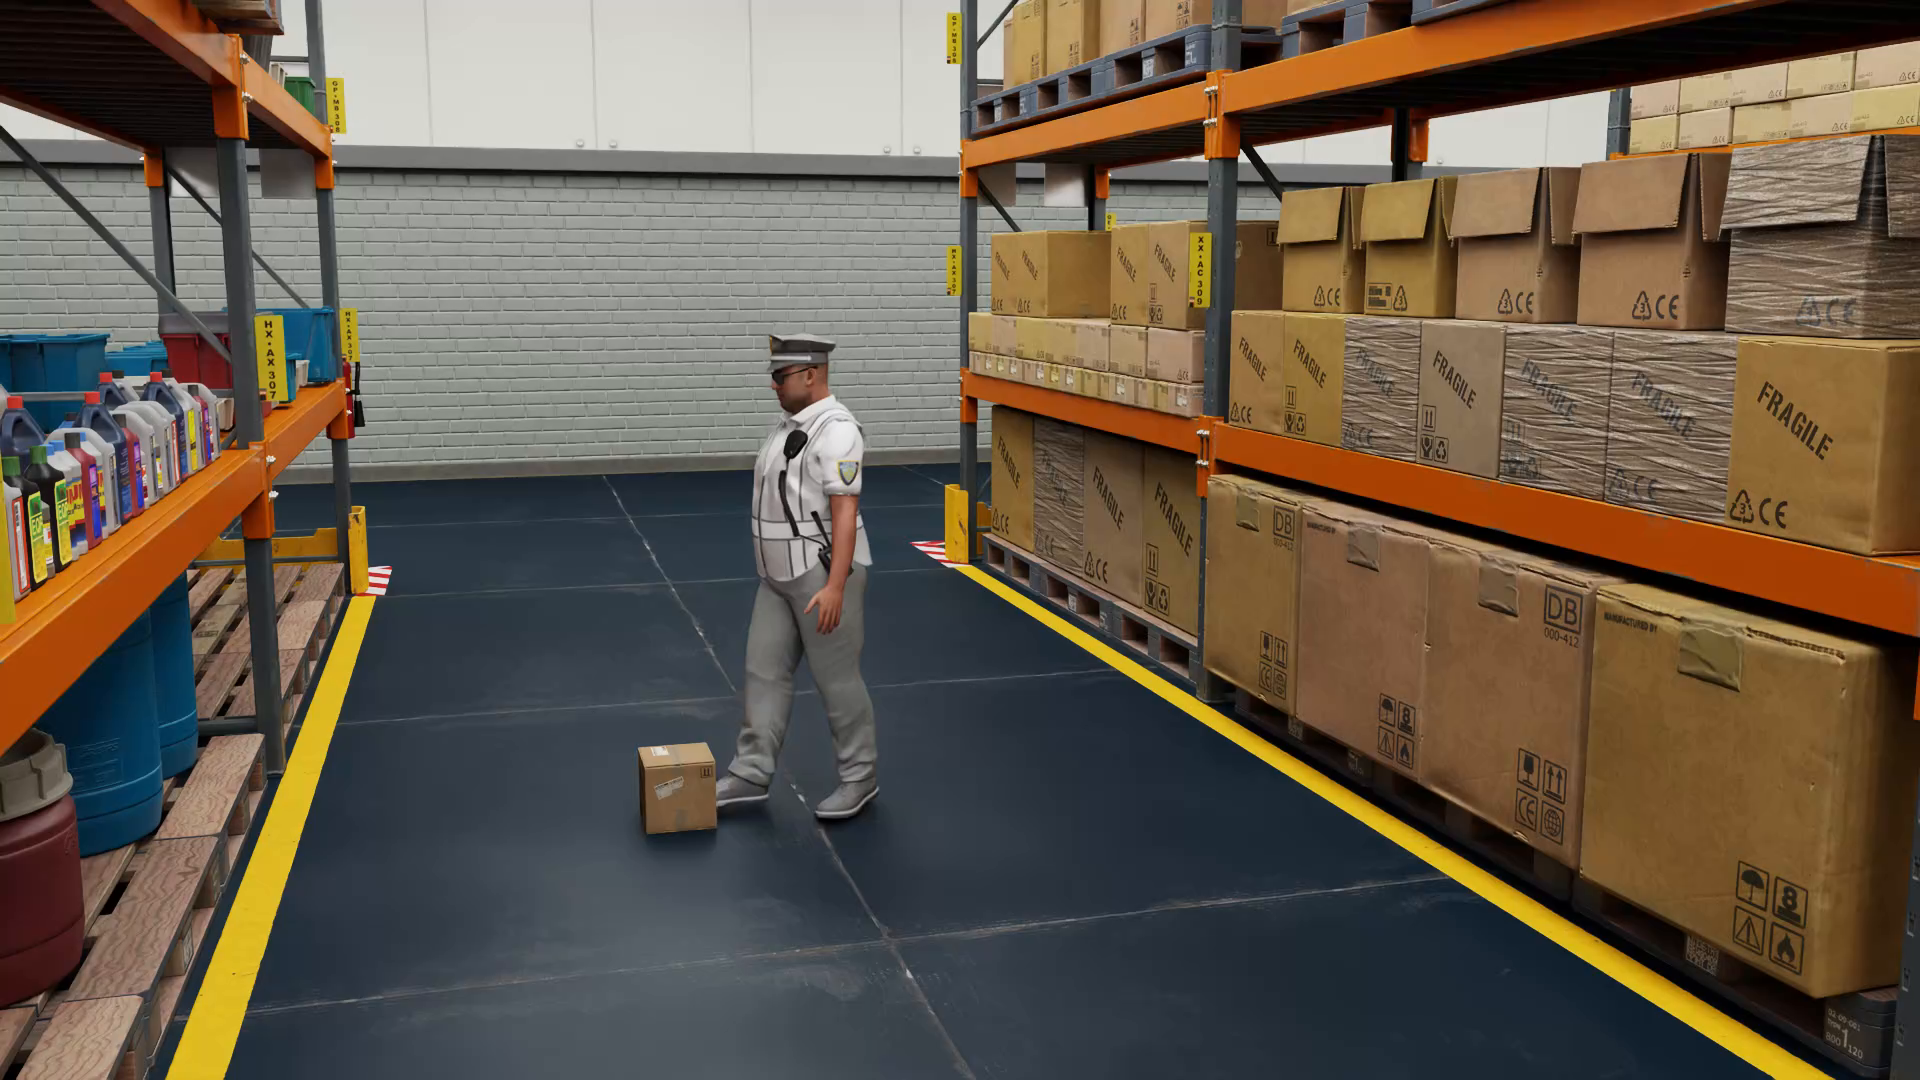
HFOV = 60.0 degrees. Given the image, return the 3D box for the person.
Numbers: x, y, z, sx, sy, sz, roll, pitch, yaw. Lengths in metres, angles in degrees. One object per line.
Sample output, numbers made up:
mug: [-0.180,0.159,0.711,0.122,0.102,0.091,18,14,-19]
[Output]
person: [-0.622,0.138,5.965,0.685,1.743,0.568,-6,11,-33]
